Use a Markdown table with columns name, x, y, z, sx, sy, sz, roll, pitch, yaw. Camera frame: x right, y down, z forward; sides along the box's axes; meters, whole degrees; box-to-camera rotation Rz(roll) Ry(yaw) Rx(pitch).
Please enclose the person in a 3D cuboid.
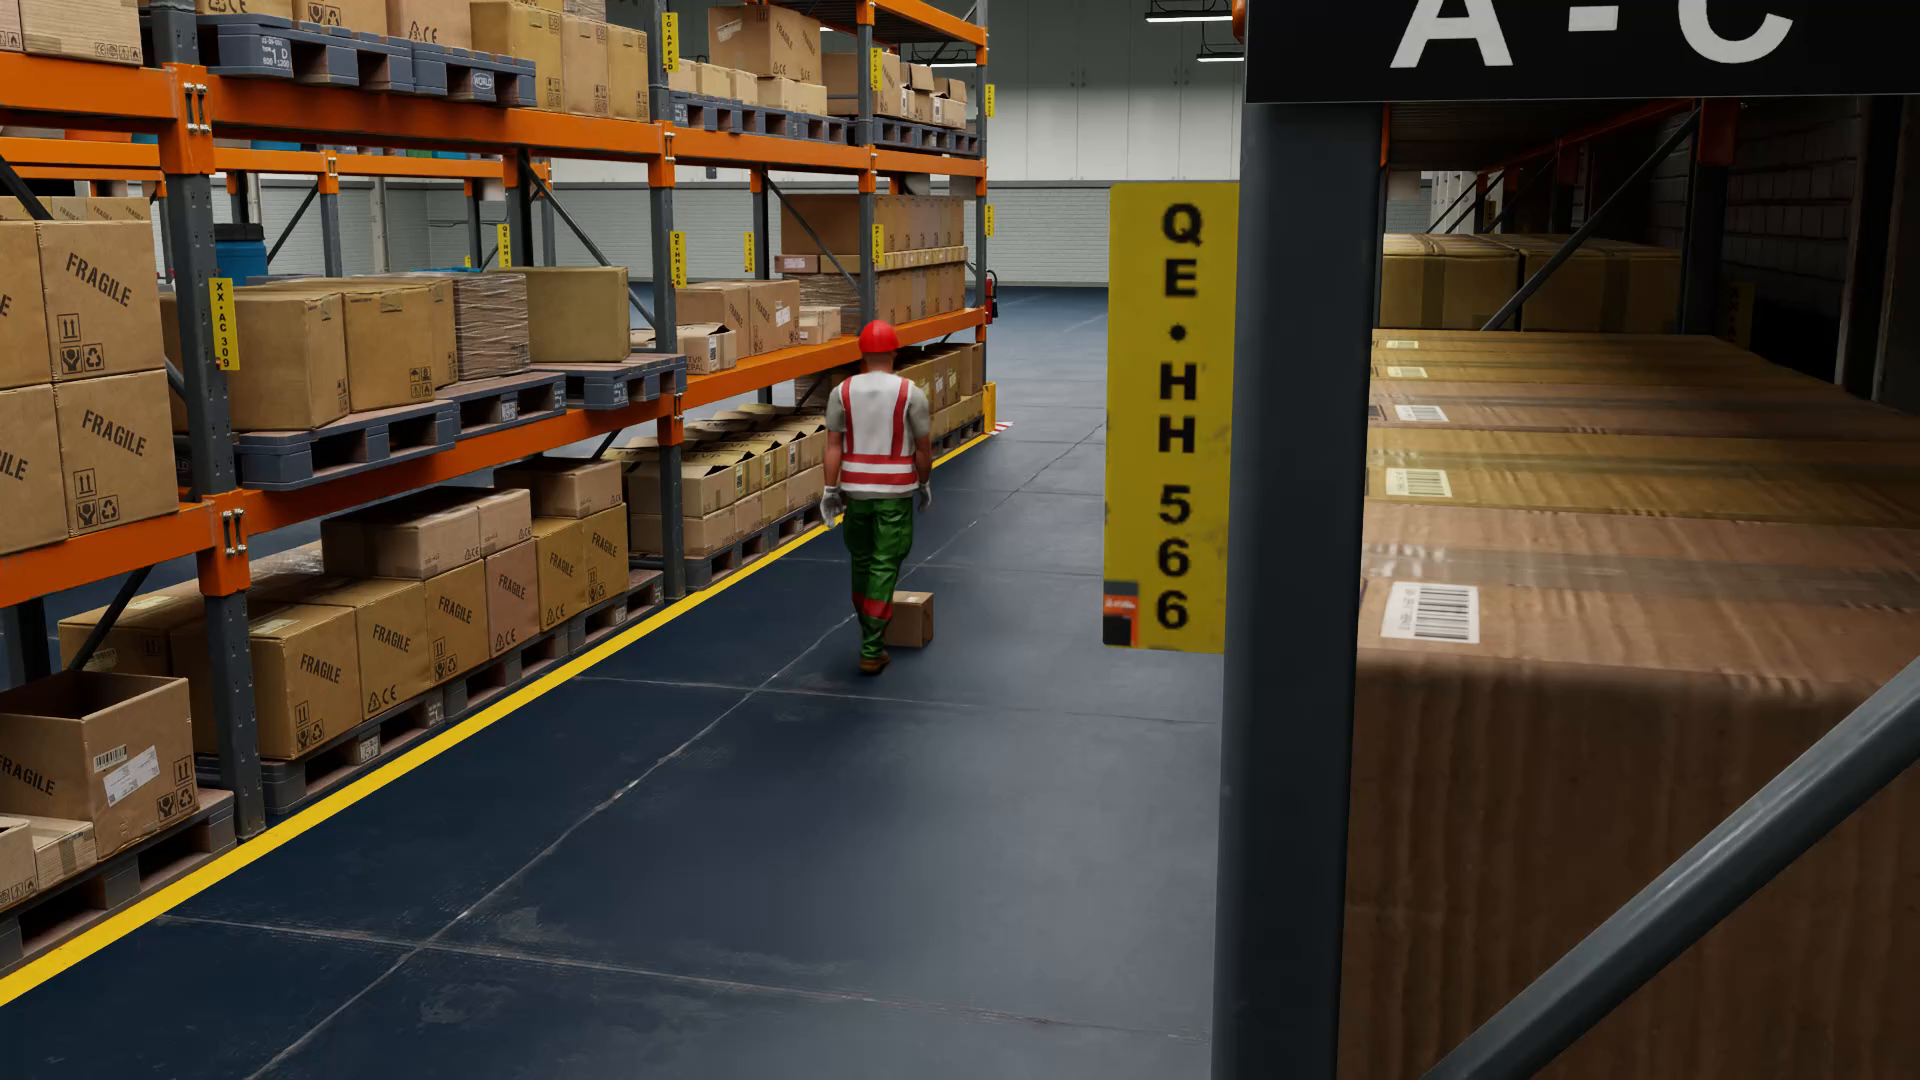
| name | x | y | z | sx | sy | sz | roll | pitch | yaw |
| --- | --- | --- | --- | --- | --- | --- | --- | --- | --- |
| person | -0.386 | -0.268 | 8.650 | 0.553 | 1.764 | 0.817 | 3 | 12 | 15 |
